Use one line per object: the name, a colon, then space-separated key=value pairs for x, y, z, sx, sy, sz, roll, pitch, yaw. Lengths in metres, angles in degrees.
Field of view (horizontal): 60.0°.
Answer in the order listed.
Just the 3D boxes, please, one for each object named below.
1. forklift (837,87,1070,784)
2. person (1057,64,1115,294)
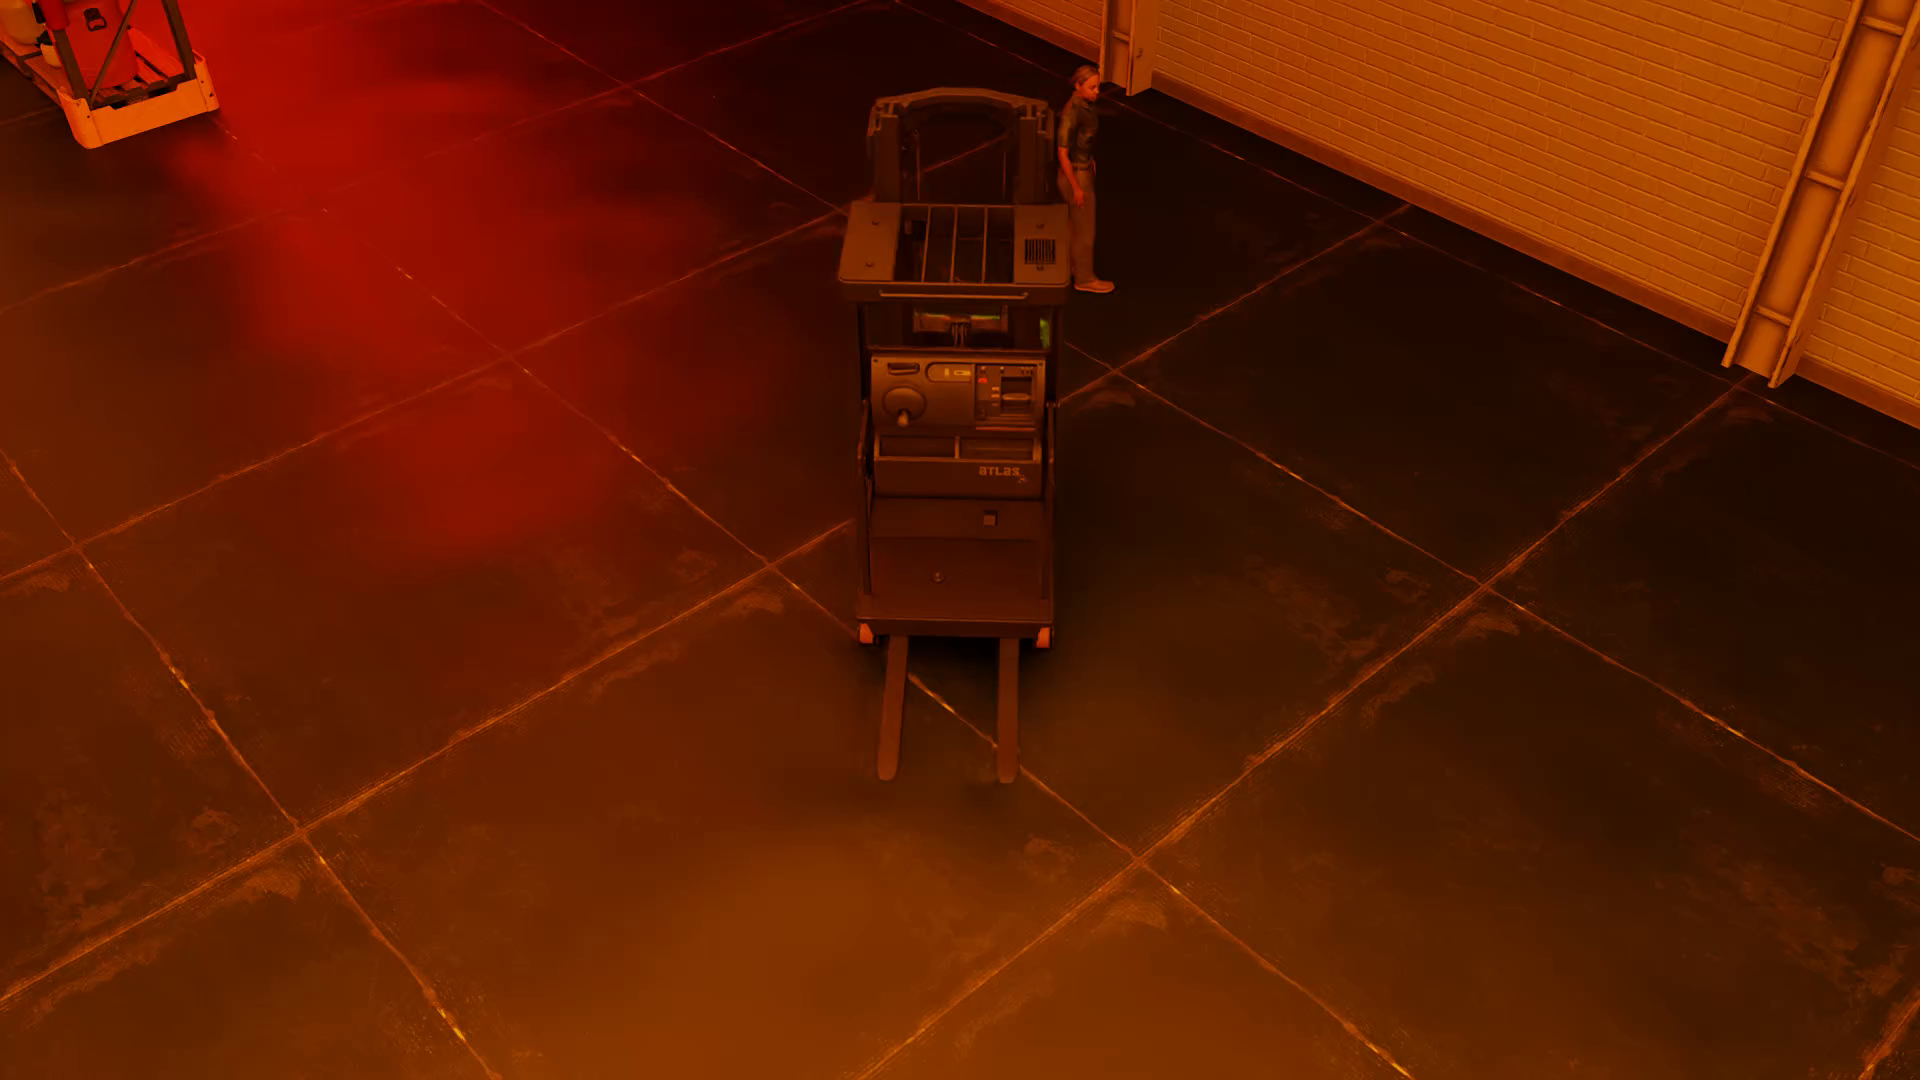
forklift: x=-0.016 y=-0.710 z=8.732 sx=1.130 sy=2.935 sz=3.031 roll=1 pitch=41 yaw=2
person: x=0.923 y=-2.584 z=11.883 sx=0.472 sy=1.654 sz=0.631 roll=4 pitch=41 yaw=5
